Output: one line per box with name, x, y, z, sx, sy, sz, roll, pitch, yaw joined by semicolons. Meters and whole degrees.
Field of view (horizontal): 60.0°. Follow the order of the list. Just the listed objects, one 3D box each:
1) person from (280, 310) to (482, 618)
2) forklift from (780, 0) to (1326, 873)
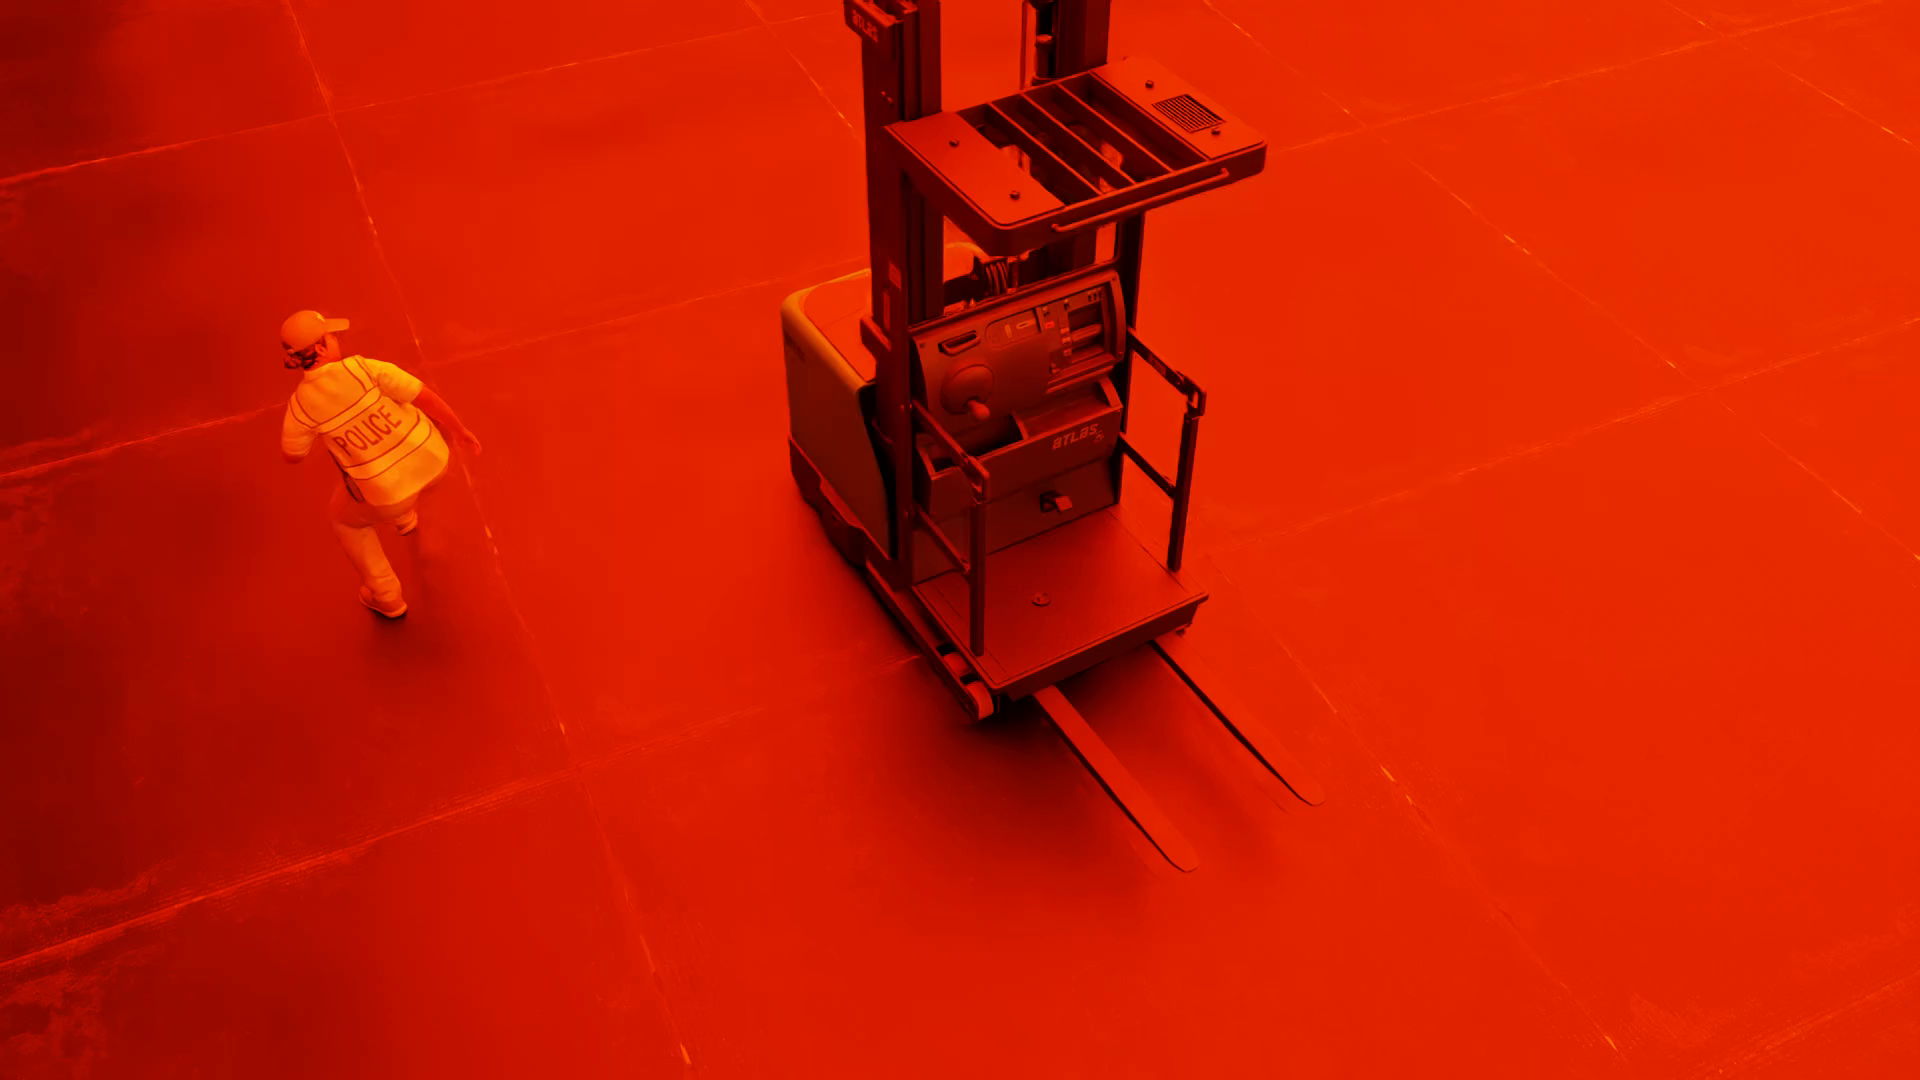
person;-2.541;-0.395;7.209;0.708;1.463;0.718;-33;52;-30
forklift;0.359;-0.676;6.405;1.130;2.935;3.031;-22;47;-22
